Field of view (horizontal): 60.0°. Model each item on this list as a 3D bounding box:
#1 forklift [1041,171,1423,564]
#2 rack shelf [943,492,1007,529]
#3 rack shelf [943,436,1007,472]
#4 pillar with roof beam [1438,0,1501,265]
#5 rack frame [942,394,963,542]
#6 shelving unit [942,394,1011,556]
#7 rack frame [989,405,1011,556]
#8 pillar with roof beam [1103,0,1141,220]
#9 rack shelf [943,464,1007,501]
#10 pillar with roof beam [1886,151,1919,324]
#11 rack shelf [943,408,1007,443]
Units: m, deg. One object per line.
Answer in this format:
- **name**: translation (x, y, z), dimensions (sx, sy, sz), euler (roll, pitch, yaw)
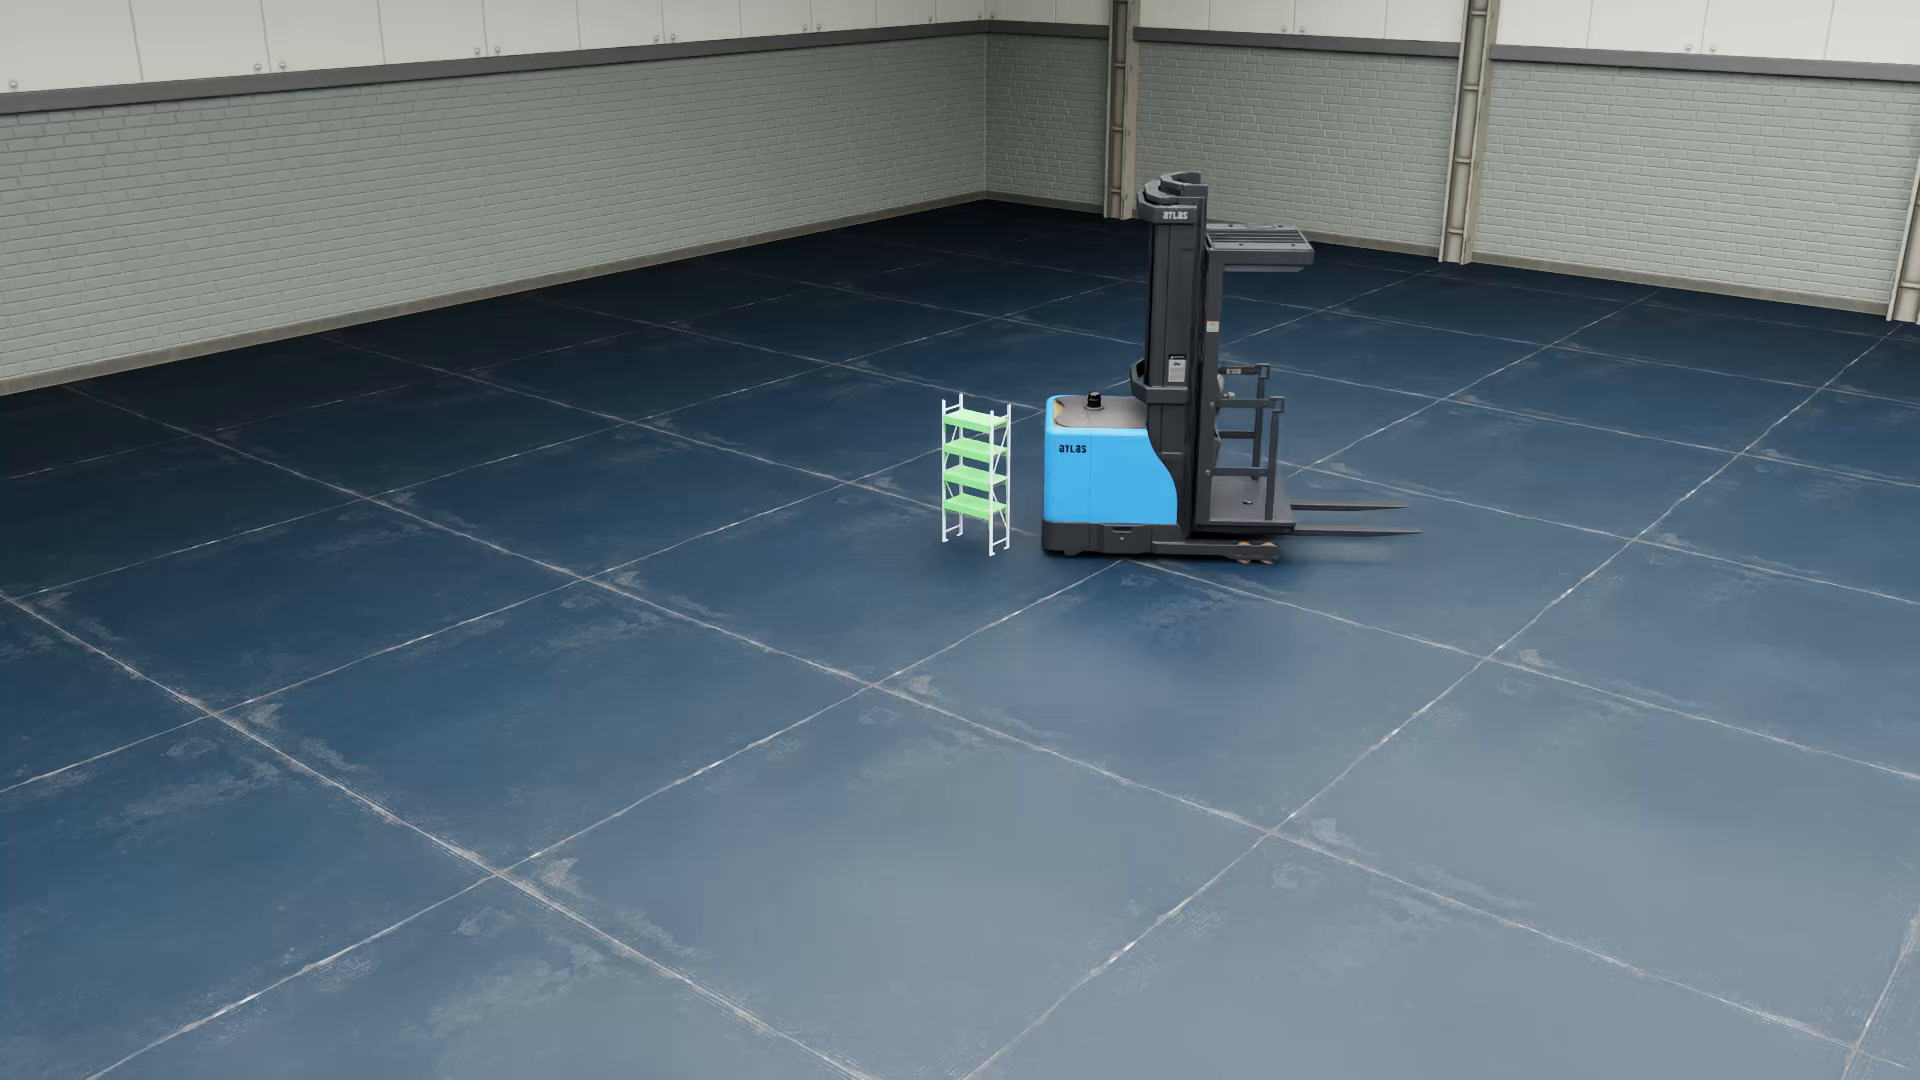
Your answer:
- **forklift**: translation (2.190, -1.376, 13.162), dimensions (3.031, 2.935, 1.130), euler (1, 21, 3)
- **rack shelf**: translation (0.128, -0.240, 13.466), dimensions (0.480, 0.148, 0.258), euler (16, 26, 36)
- **rack shelf**: translation (0.128, -0.689, 13.296), dimensions (0.480, 0.148, 0.258), euler (16, 26, 36)
- **pillar with roof beam**: translation (4.602, -7.155, 19.889), dimensions (0.400, 9.000, 9.100), euler (16, 26, 36)
- **rack frame**: translation (-0.061, -0.579, 13.503), dimensions (0.015, 1.200, 0.240), euler (16, 26, 36)
- **shelving unit**: translation (0.128, -0.524, 13.359), dimensions (0.503, 1.200, 0.258), euler (16, 26, 36)
- **rack frame**: translation (0.317, -0.470, 13.214), dimensions (0.015, 1.200, 0.240), euler (16, 26, 36)
- **pillar with roof beam**: translation (-0.047, -8.494, 23.439), dimensions (0.400, 9.000, 9.100), euler (16, 26, 36)
- **rack shelf**: translation (0.128, -0.465, 13.381), dimensions (0.480, 0.148, 0.258), euler (16, 26, 36)
- **pillar with roof beam**: translation (9.250, -5.817, 16.340), dimensions (0.400, 9.000, 9.100), euler (16, 26, 36)
- **rack shelf**: translation (0.128, -0.914, 13.212), dimensions (0.480, 0.148, 0.258), euler (16, 26, 36)
